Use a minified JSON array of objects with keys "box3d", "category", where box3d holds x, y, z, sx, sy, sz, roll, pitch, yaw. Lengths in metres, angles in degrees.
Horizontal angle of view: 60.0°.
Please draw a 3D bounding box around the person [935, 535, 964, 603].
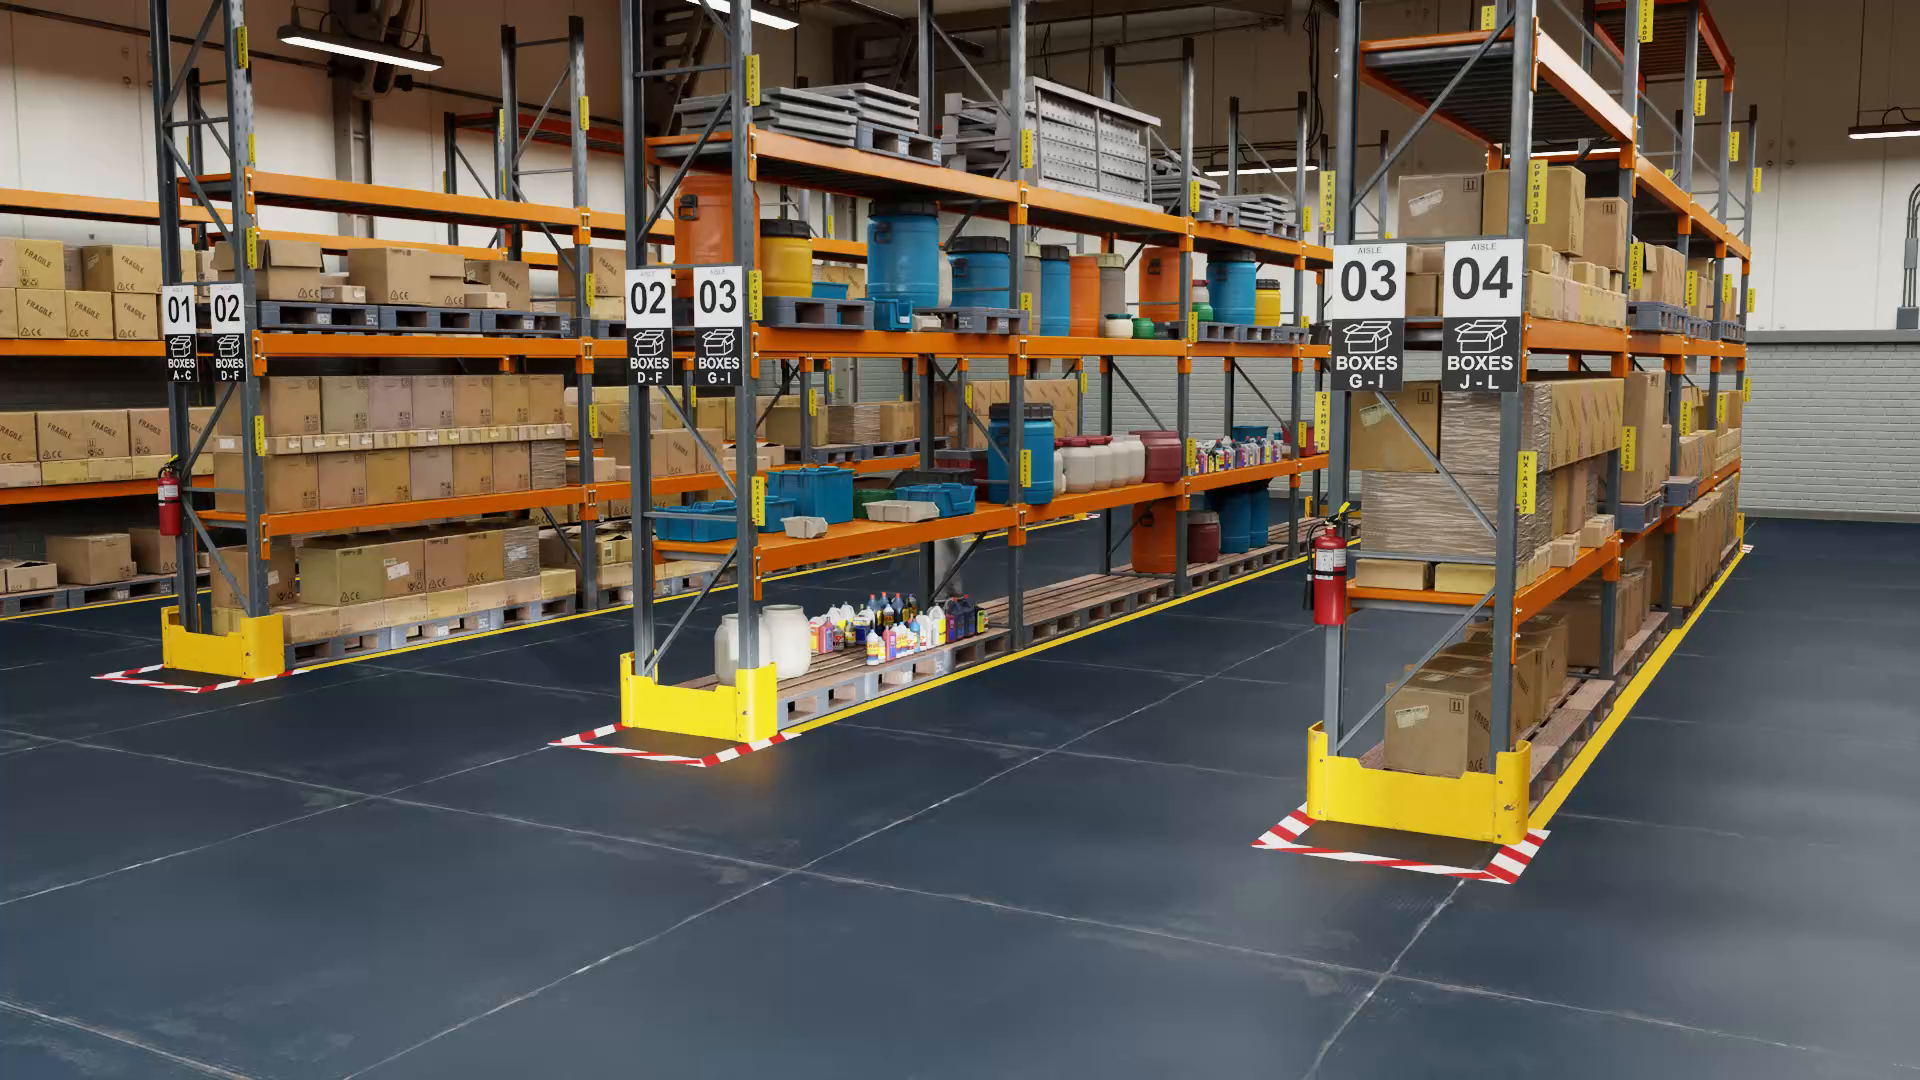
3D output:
[{"box3d":[-0.201,-0.159,17.900,0.534,1.653,0.453,3,7,29],"category":"person"}]
